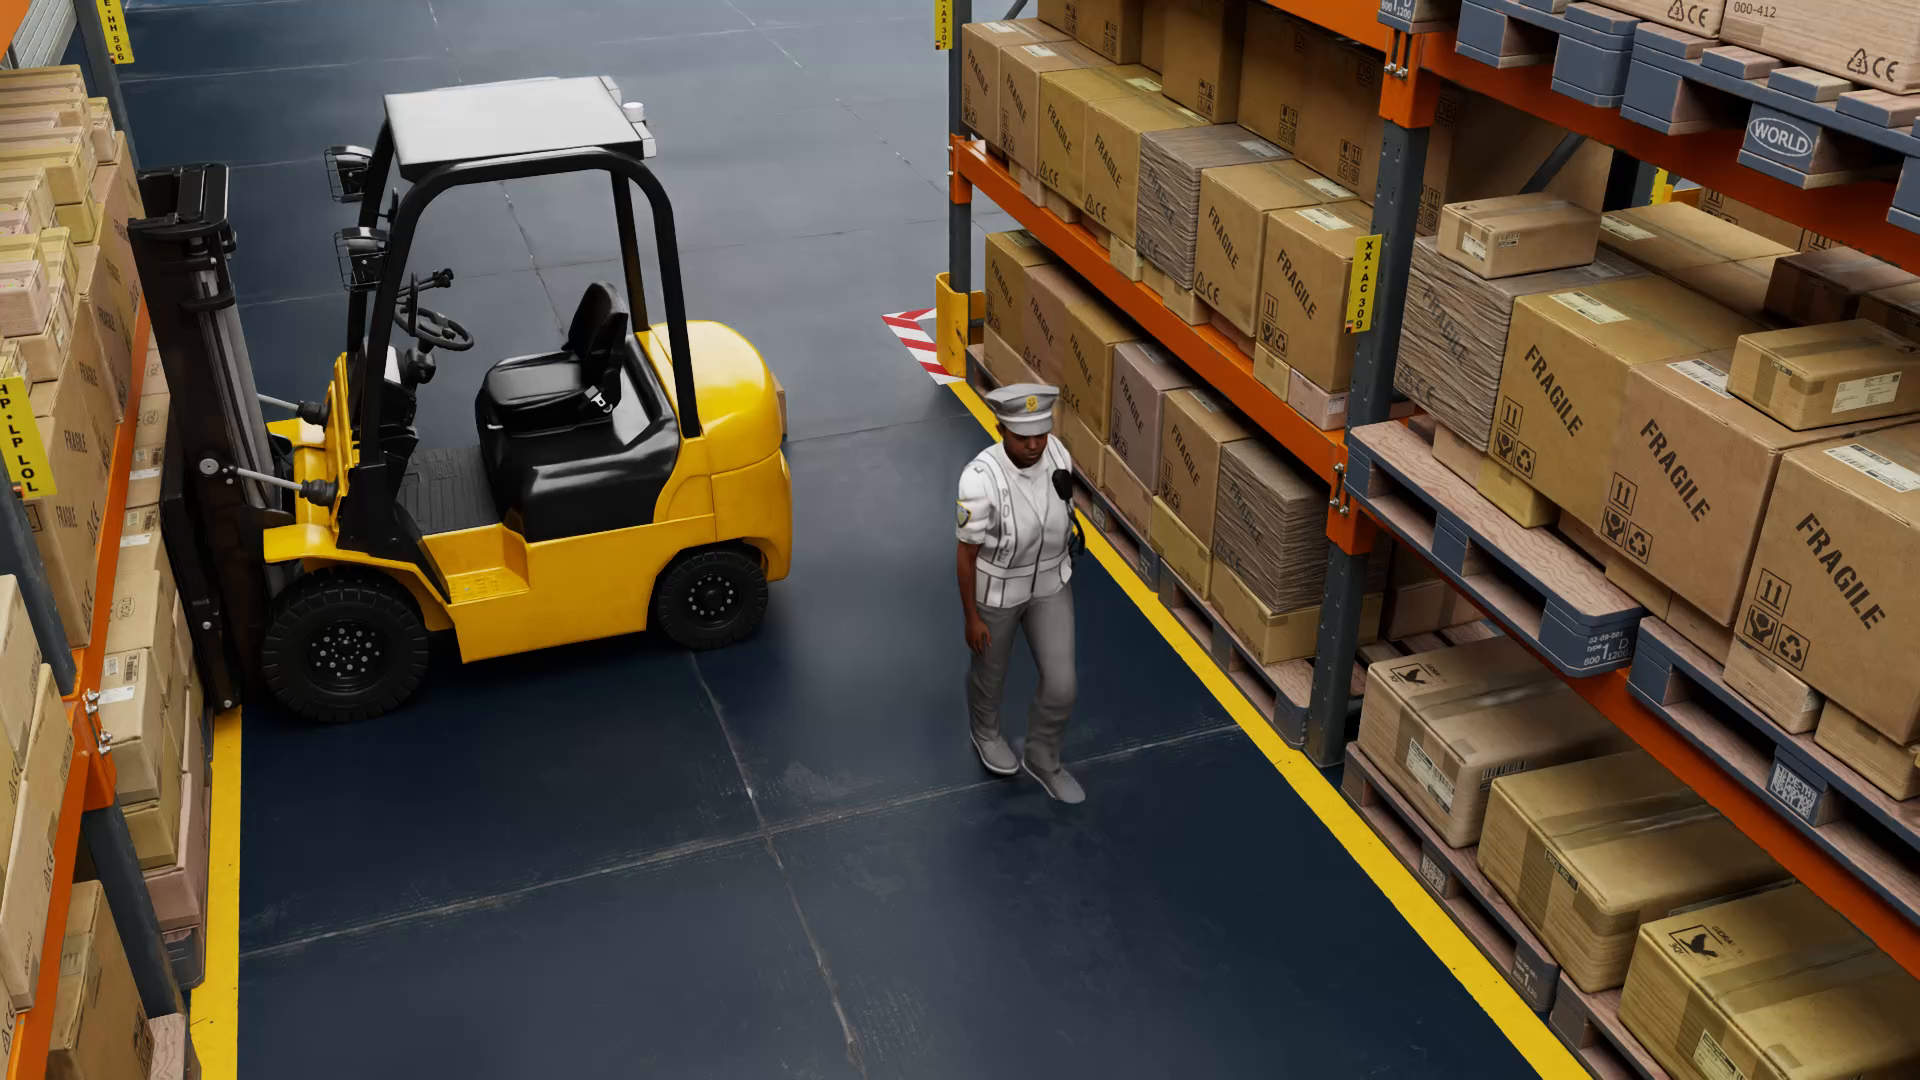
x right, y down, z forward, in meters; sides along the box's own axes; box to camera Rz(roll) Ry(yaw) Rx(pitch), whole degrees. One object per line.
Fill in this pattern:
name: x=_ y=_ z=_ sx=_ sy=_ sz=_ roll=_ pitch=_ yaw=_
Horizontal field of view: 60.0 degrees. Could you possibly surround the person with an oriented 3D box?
person: x=0.174 y=0.183 z=5.835 sx=0.475 sy=1.728 sz=0.511 roll=-12 pitch=32 yaw=-20
